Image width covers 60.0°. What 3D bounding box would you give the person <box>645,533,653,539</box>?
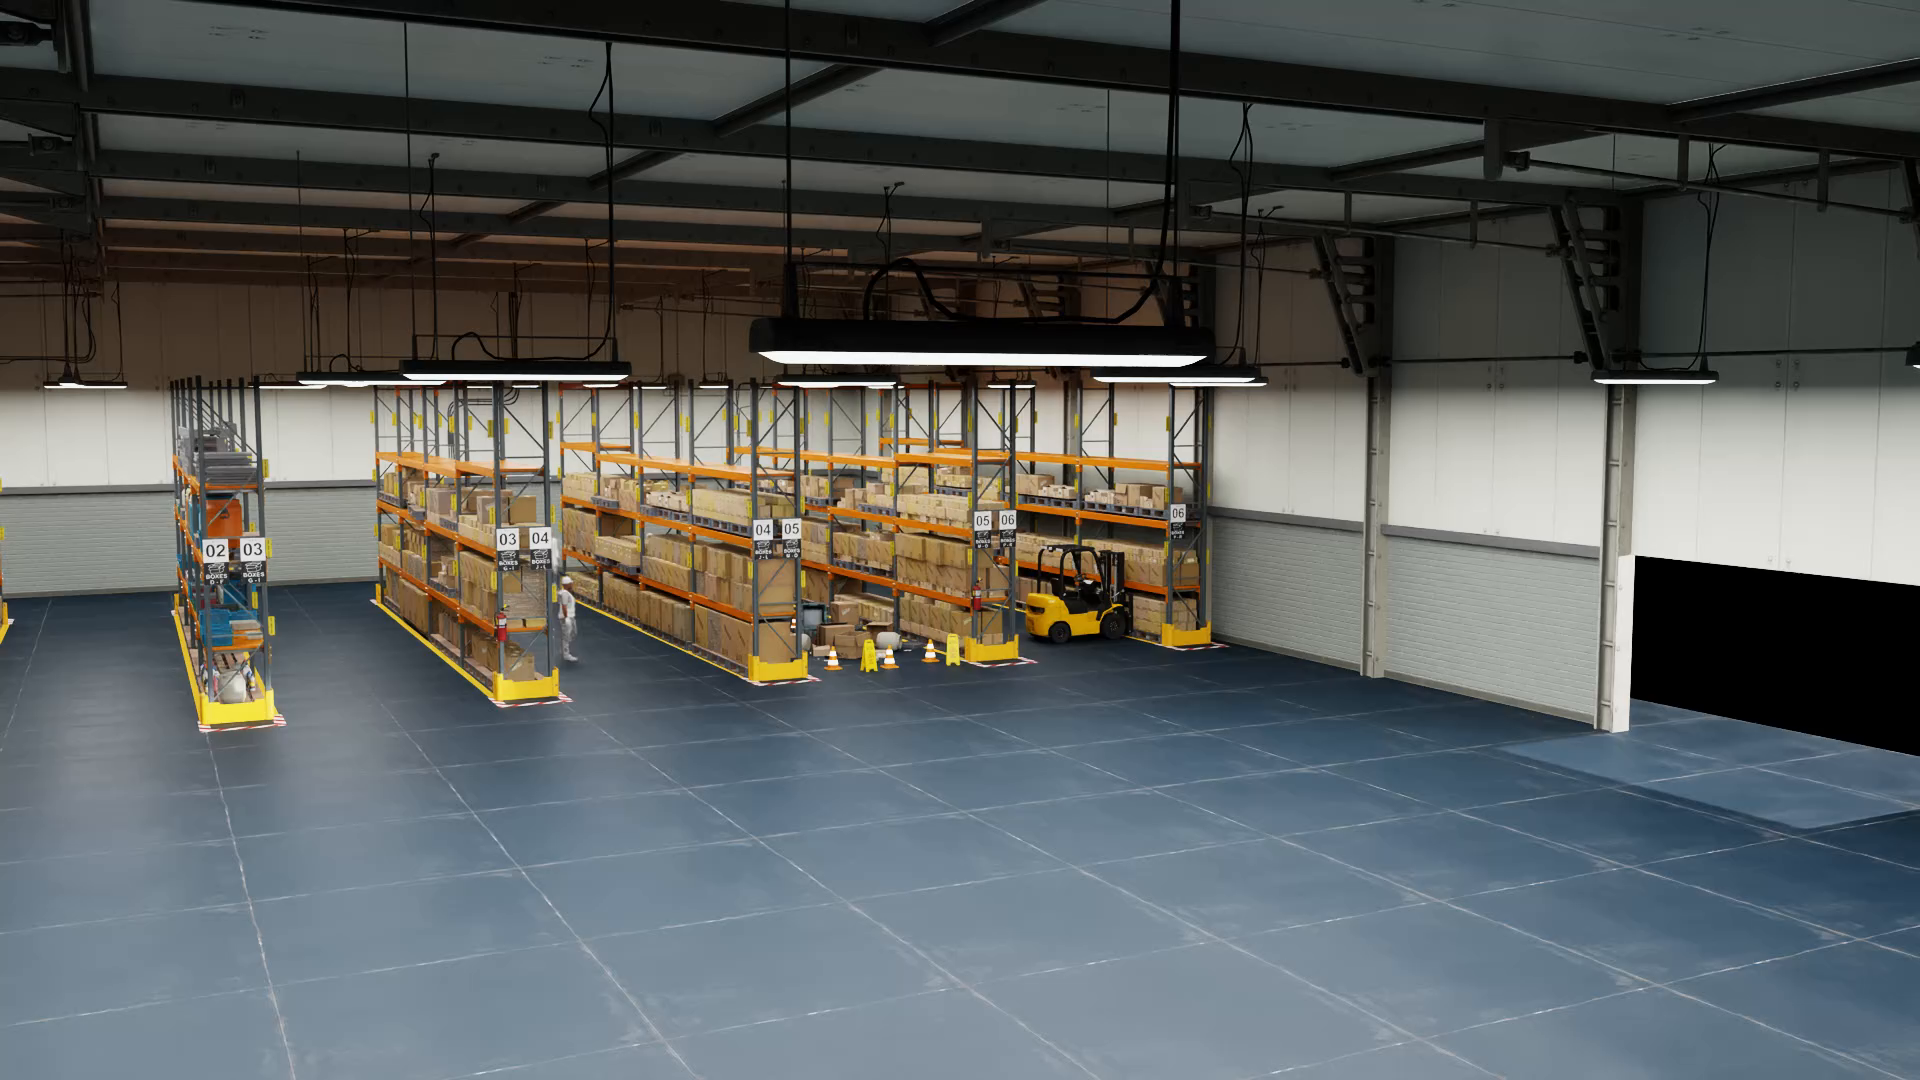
[{"bbox_3d":[-8.726,0.687,46.738,0.419,1.770,0.571,-5,7,-44],"label":"person"}]

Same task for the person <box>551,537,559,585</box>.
[{"bbox_3d":[-11.915,0.576,48.107,0.629,1.792,0.645,-2,5,-18],"label":"person"}]

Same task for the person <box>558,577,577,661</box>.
[{"bbox_3d":[-8.423,1.674,35.582,0.494,1.792,0.626,0,5,0],"label":"person"}]
